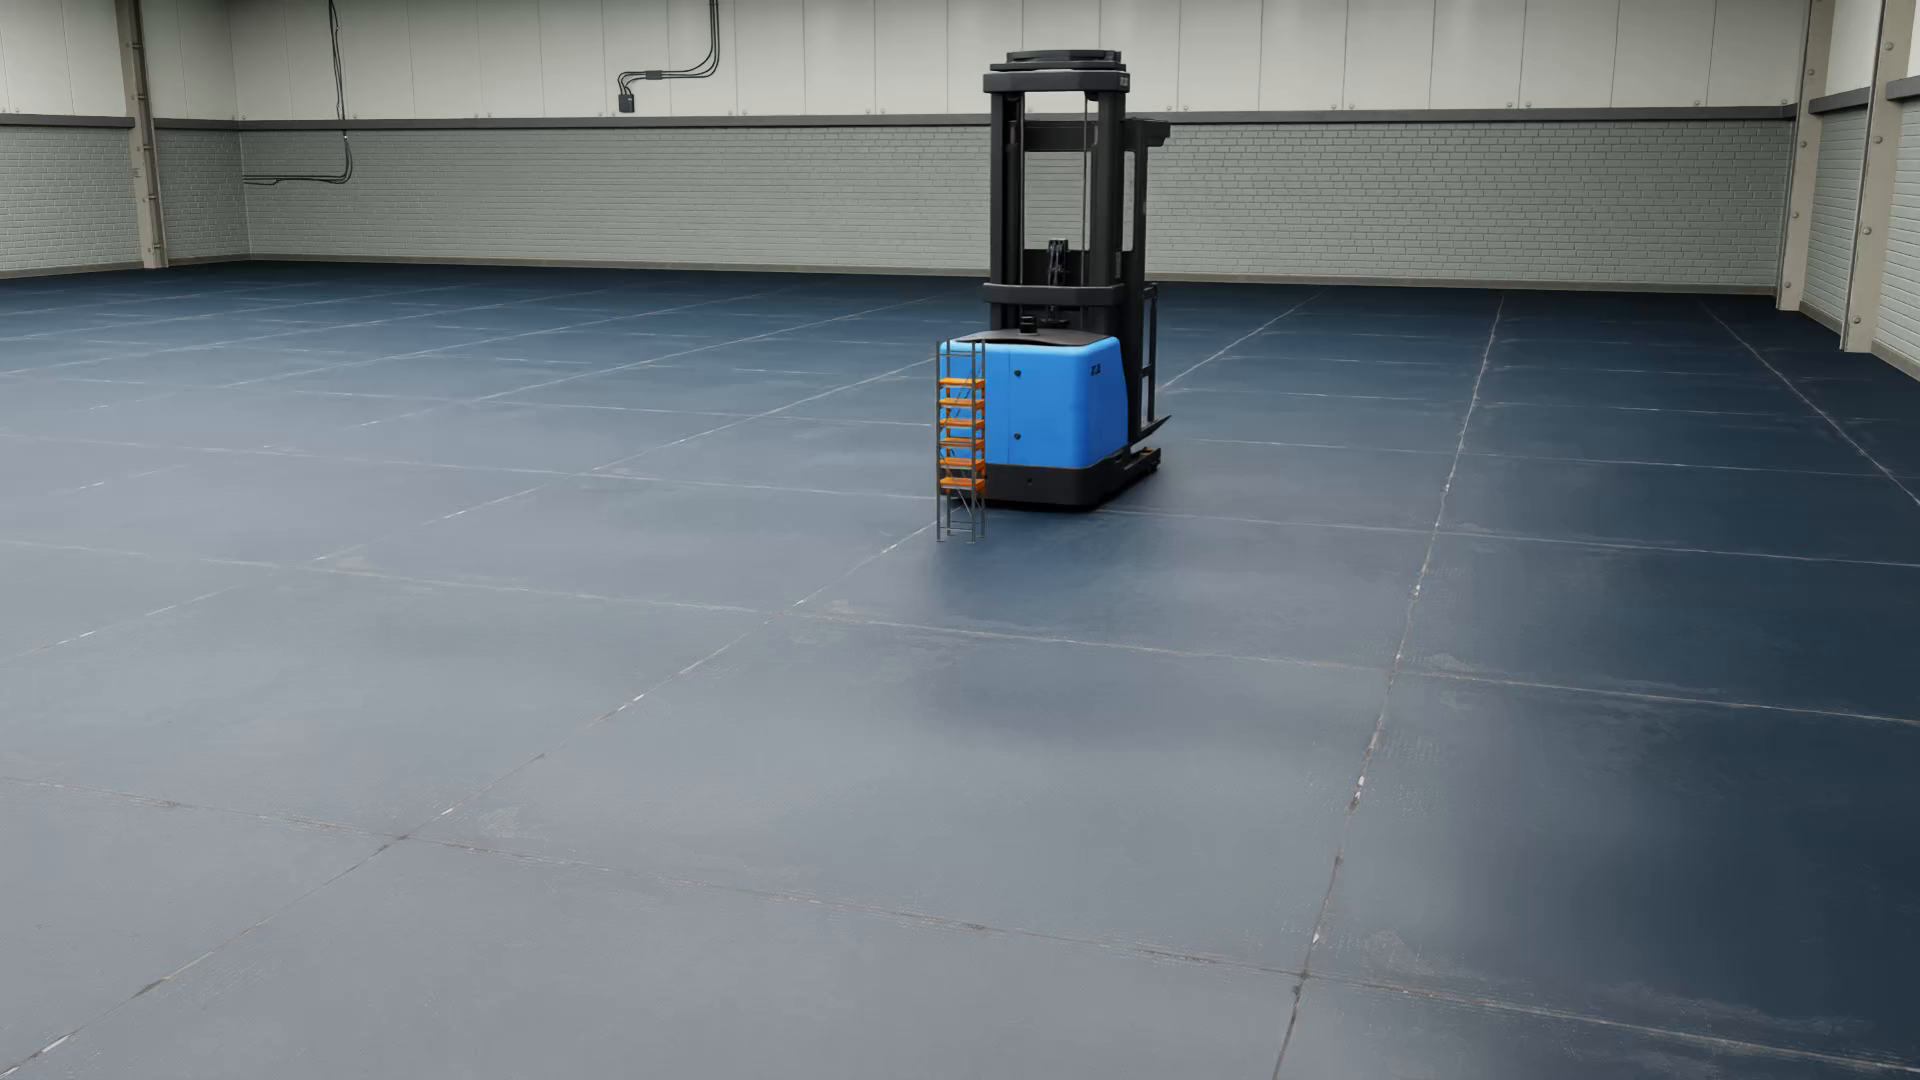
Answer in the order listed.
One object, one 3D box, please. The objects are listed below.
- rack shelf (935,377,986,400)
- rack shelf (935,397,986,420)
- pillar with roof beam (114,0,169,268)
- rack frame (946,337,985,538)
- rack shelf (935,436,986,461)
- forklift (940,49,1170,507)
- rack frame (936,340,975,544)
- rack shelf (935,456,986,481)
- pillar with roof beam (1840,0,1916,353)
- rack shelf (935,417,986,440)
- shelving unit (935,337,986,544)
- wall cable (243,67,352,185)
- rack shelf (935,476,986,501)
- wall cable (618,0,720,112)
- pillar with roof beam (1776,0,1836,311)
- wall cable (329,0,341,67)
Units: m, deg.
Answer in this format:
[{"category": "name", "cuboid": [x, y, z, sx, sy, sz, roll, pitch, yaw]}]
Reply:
[{"category": "rack shelf", "cuboid": [0.005, -0.896, 9.798, 0.258, 0.103, 0.180, 4, 14, 18]}, {"category": "rack shelf", "cuboid": [0.005, -0.779, 9.824, 0.258, 0.103, 0.180, 4, 14, 18]}, {"category": "pillar with roof beam", "cuboid": [-13.044, -9.878, 33.042, 9.100, 9.000, 0.400, 4, 14, 18]}, {"category": "rack frame", "cuboid": [0.034, -0.607, 9.952, 0.240, 1.200, 0.006, 4, 14, 18]}, {"category": "rack shelf", "cuboid": [0.005, -0.545, 9.878, 0.258, 0.103, 0.180, 4, 14, 18]}, {"category": "forklift", "cuboid": [0.840, -1.929, 11.851, 1.130, 2.935, 3.031, 5, 14, 20]}, {"category": "rack frame", "cuboid": [-0.025, -0.569, 9.783, 0.240, 1.200, 0.006, 4, 14, 18]}, {"category": "rack shelf", "cuboid": [0.005, -0.428, 9.904, 0.258, 0.103, 0.180, 4, 14, 18]}, {"category": "pillar with roof beam", "cuboid": [6.673, -6.966, 20.286, 9.100, 9.000, 0.400, 4, 14, 18]}, {"category": "rack shelf", "cuboid": [0.005, -0.662, 9.851, 0.258, 0.103, 0.180, 4, 14, 18]}, {"category": "shelving unit", "cuboid": [0.005, -0.588, 9.868, 0.258, 1.200, 0.189, 4, 14, 18]}, {"category": "wall cable", "cuboid": [-14.913, -9.199, 37.046, 3.097, 2.526, 0.112, 4, 14, 18]}, {"category": "rack shelf", "cuboid": [0.005, -0.311, 9.931, 0.258, 0.103, 0.180, 4, 14, 18]}, {"category": "wall cable", "cuboid": [-5.936, -11.684, 33.313, 2.305, 6.003, 0.169, 4, 14, 18]}, {"category": "pillar with roof beam", "cuboid": [8.614, -8.230, 25.821, 9.100, 9.000, 0.400, 4, 14, 18]}, {"category": "wall cable", "cuboid": [-12.353, -11.466, 35.631, 3.097, 2.526, 0.112, 4, 14, 18]}]
